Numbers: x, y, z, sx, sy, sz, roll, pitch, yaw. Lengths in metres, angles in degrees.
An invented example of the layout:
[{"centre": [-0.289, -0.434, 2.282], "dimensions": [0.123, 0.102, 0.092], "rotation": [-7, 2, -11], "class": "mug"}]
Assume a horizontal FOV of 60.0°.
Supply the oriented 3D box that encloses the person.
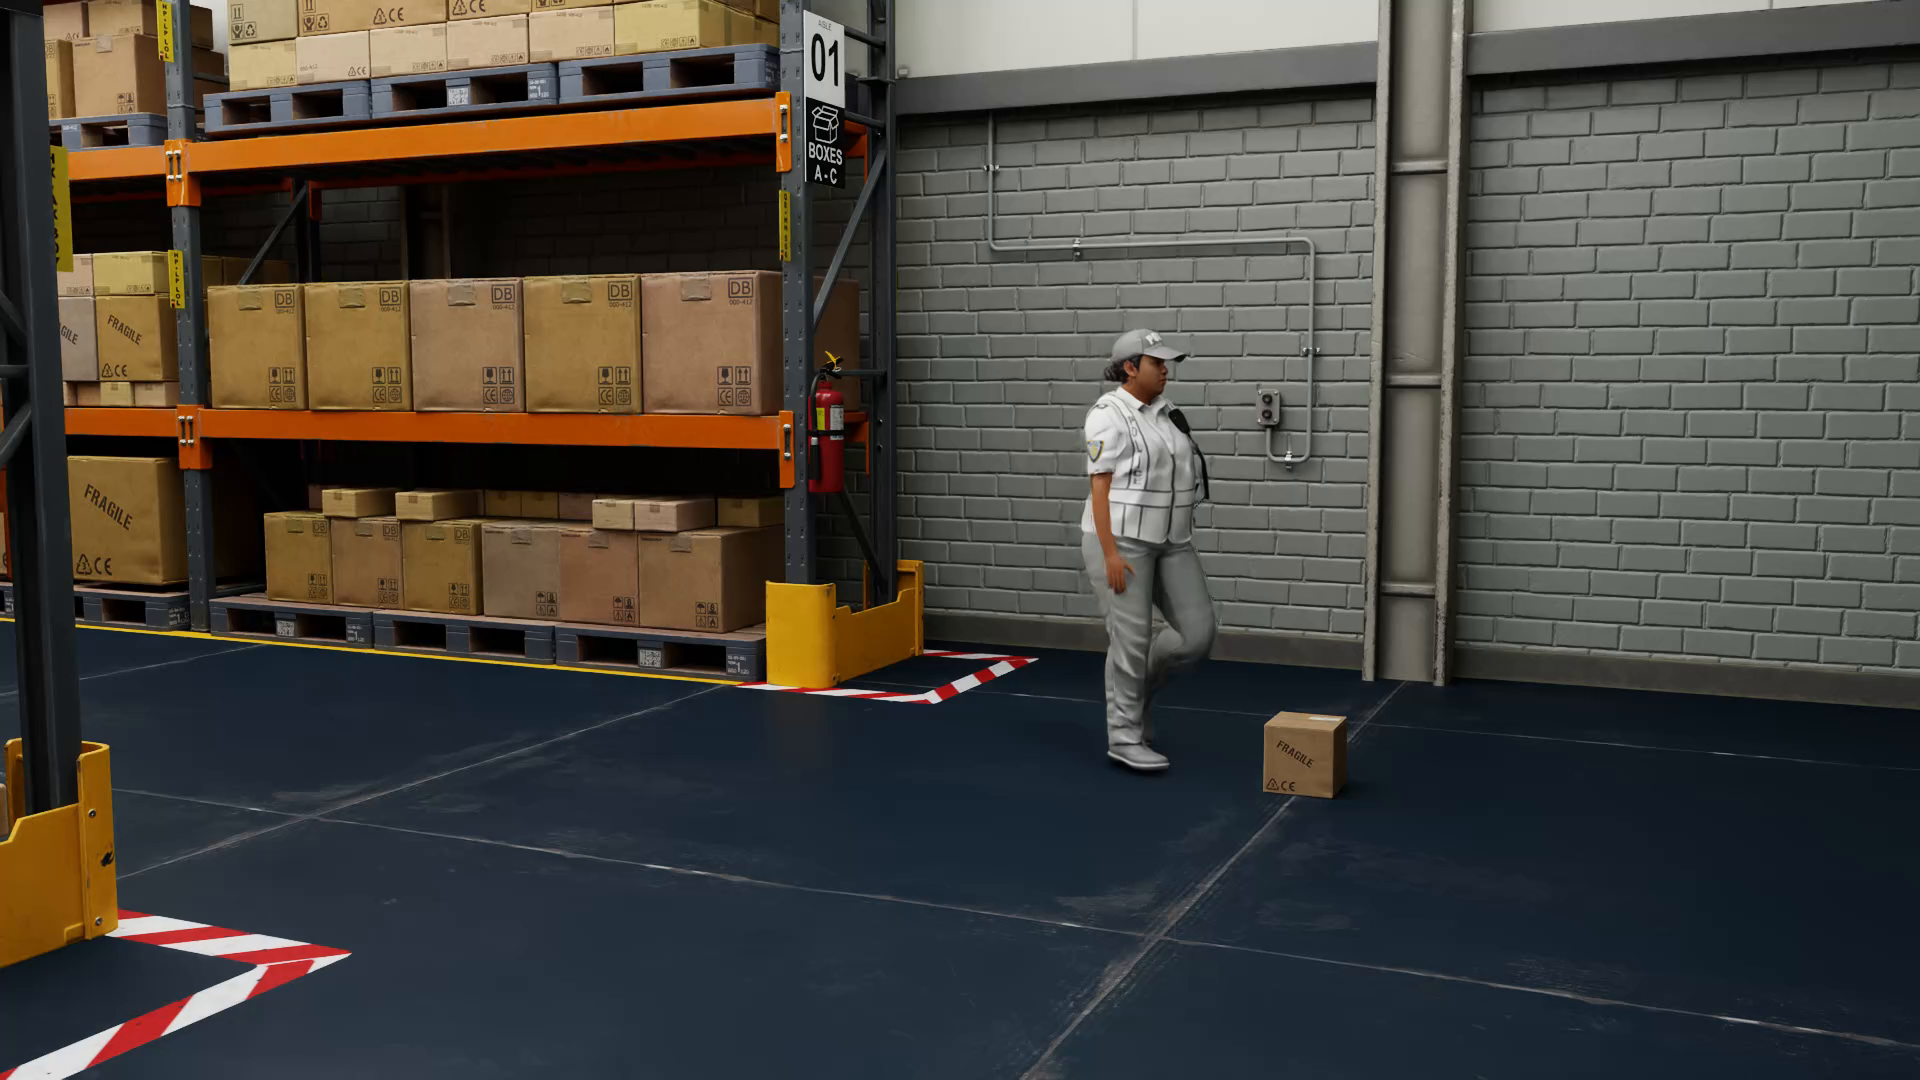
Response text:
[{"centre": [0.682, 0.023, 6.384], "dimensions": [0.490, 1.653, 0.496], "rotation": [-4, 7, -35], "class": "person"}]
